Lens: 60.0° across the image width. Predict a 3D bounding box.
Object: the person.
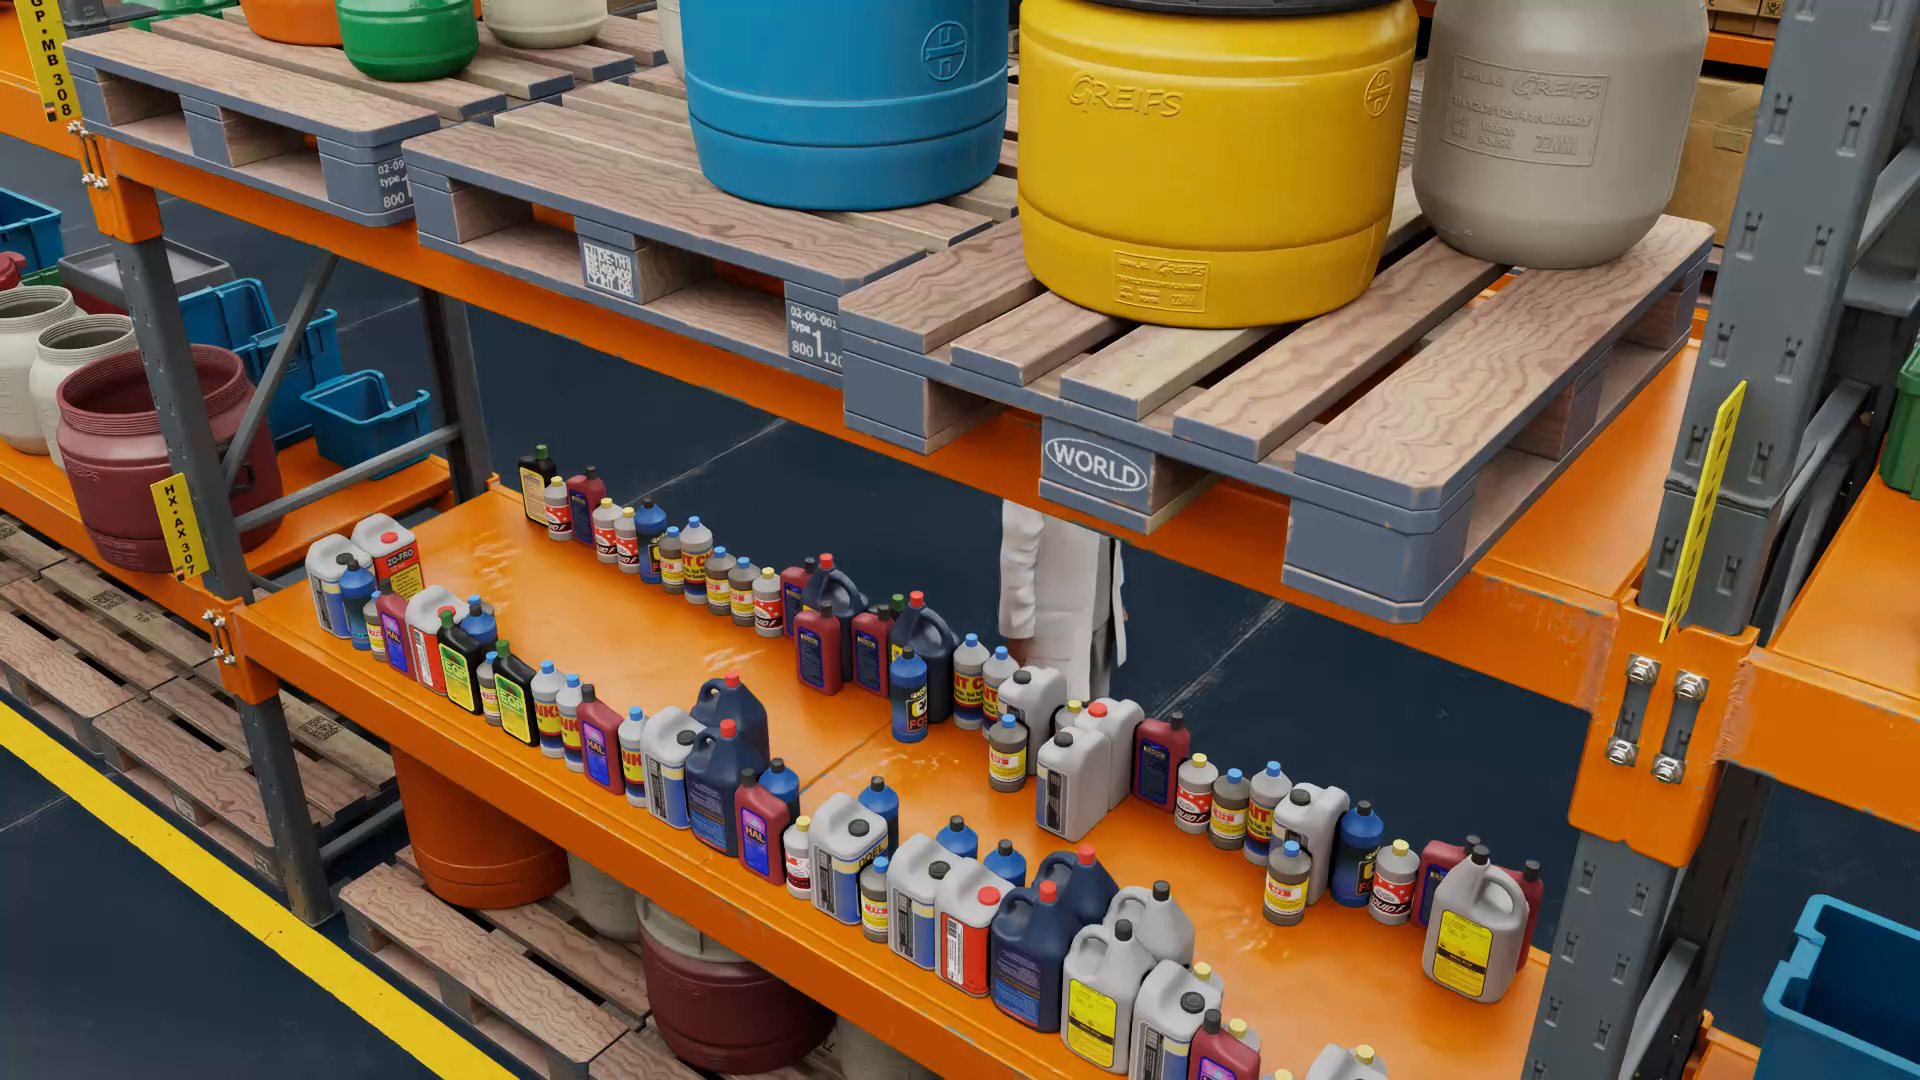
[{"bbox_3d":[0.424,0.291,5.656,0.461,1.820,0.603,21,36,31],"label":"person"}]
